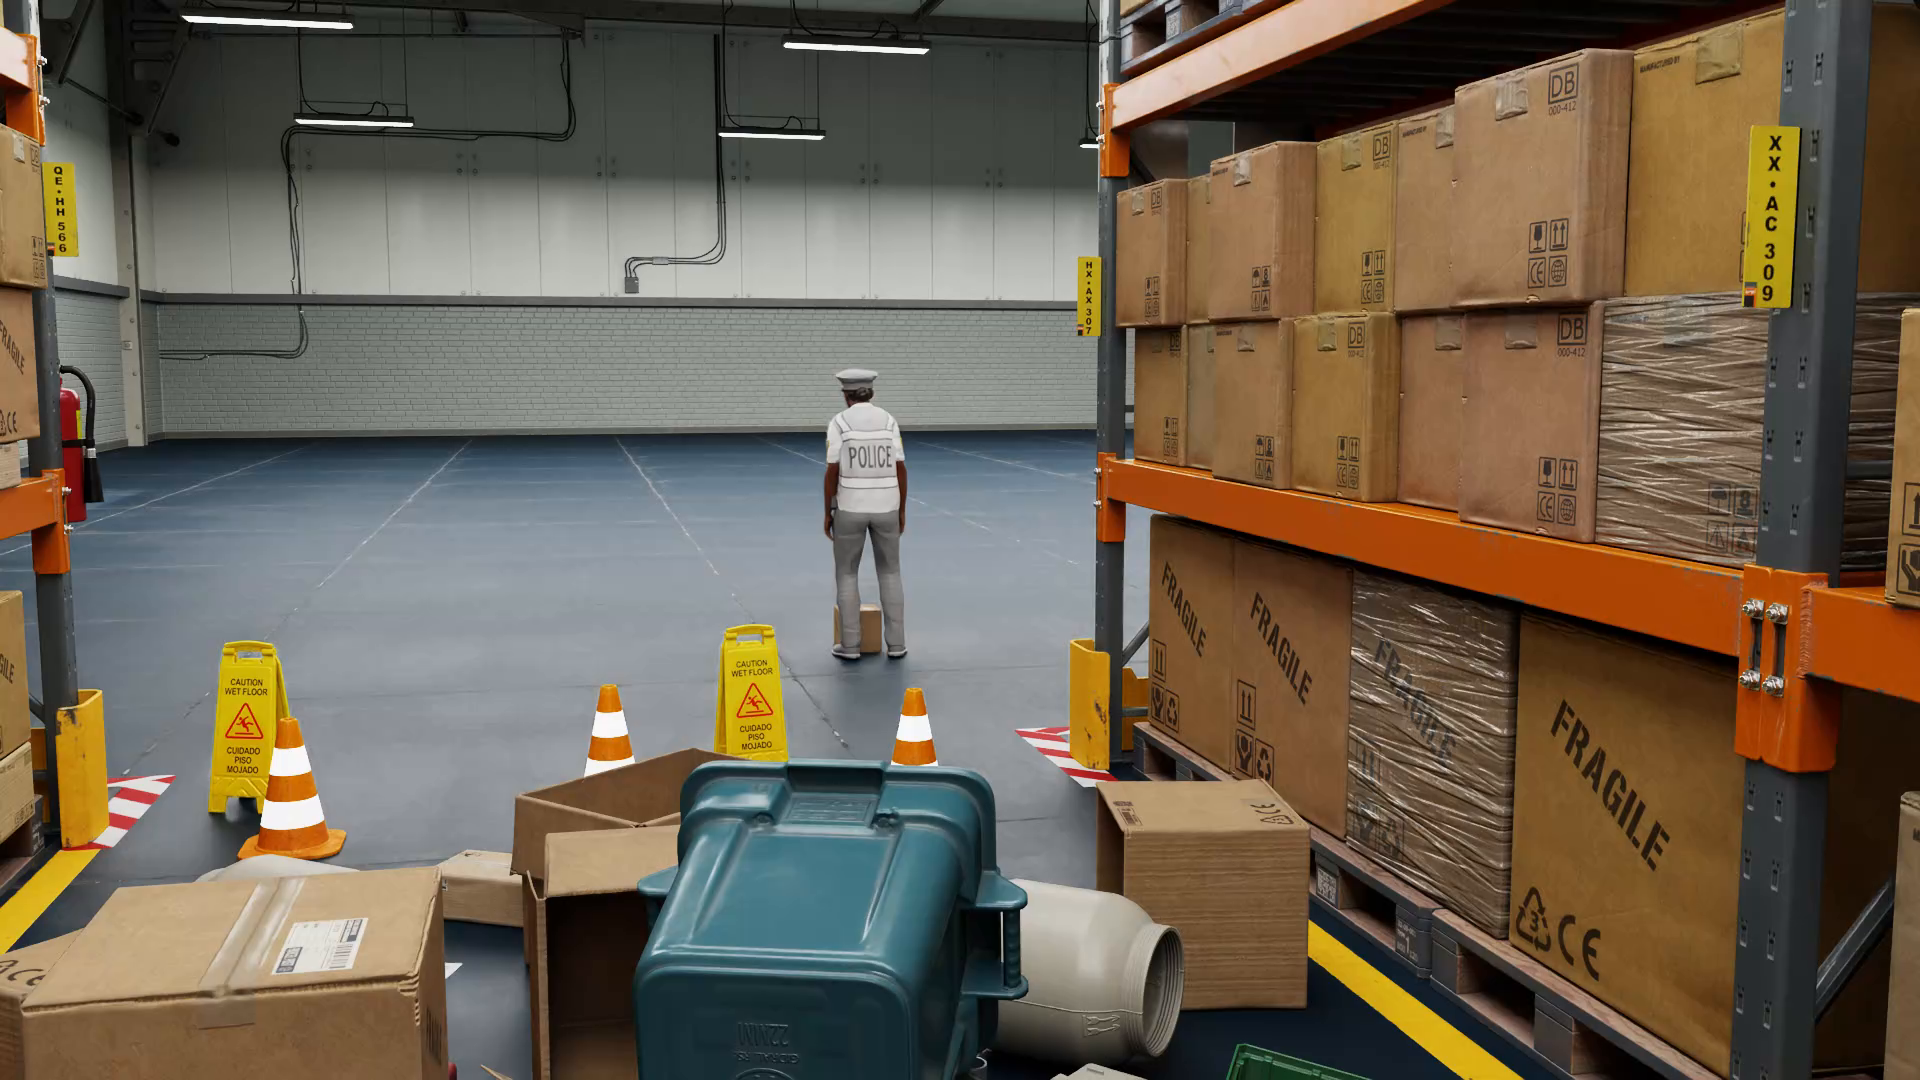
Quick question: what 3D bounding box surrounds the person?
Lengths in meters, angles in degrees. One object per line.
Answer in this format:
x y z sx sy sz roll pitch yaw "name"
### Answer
-0.536 -0.148 9.556 0.518 1.656 0.396 -2 7 -17 "person"
